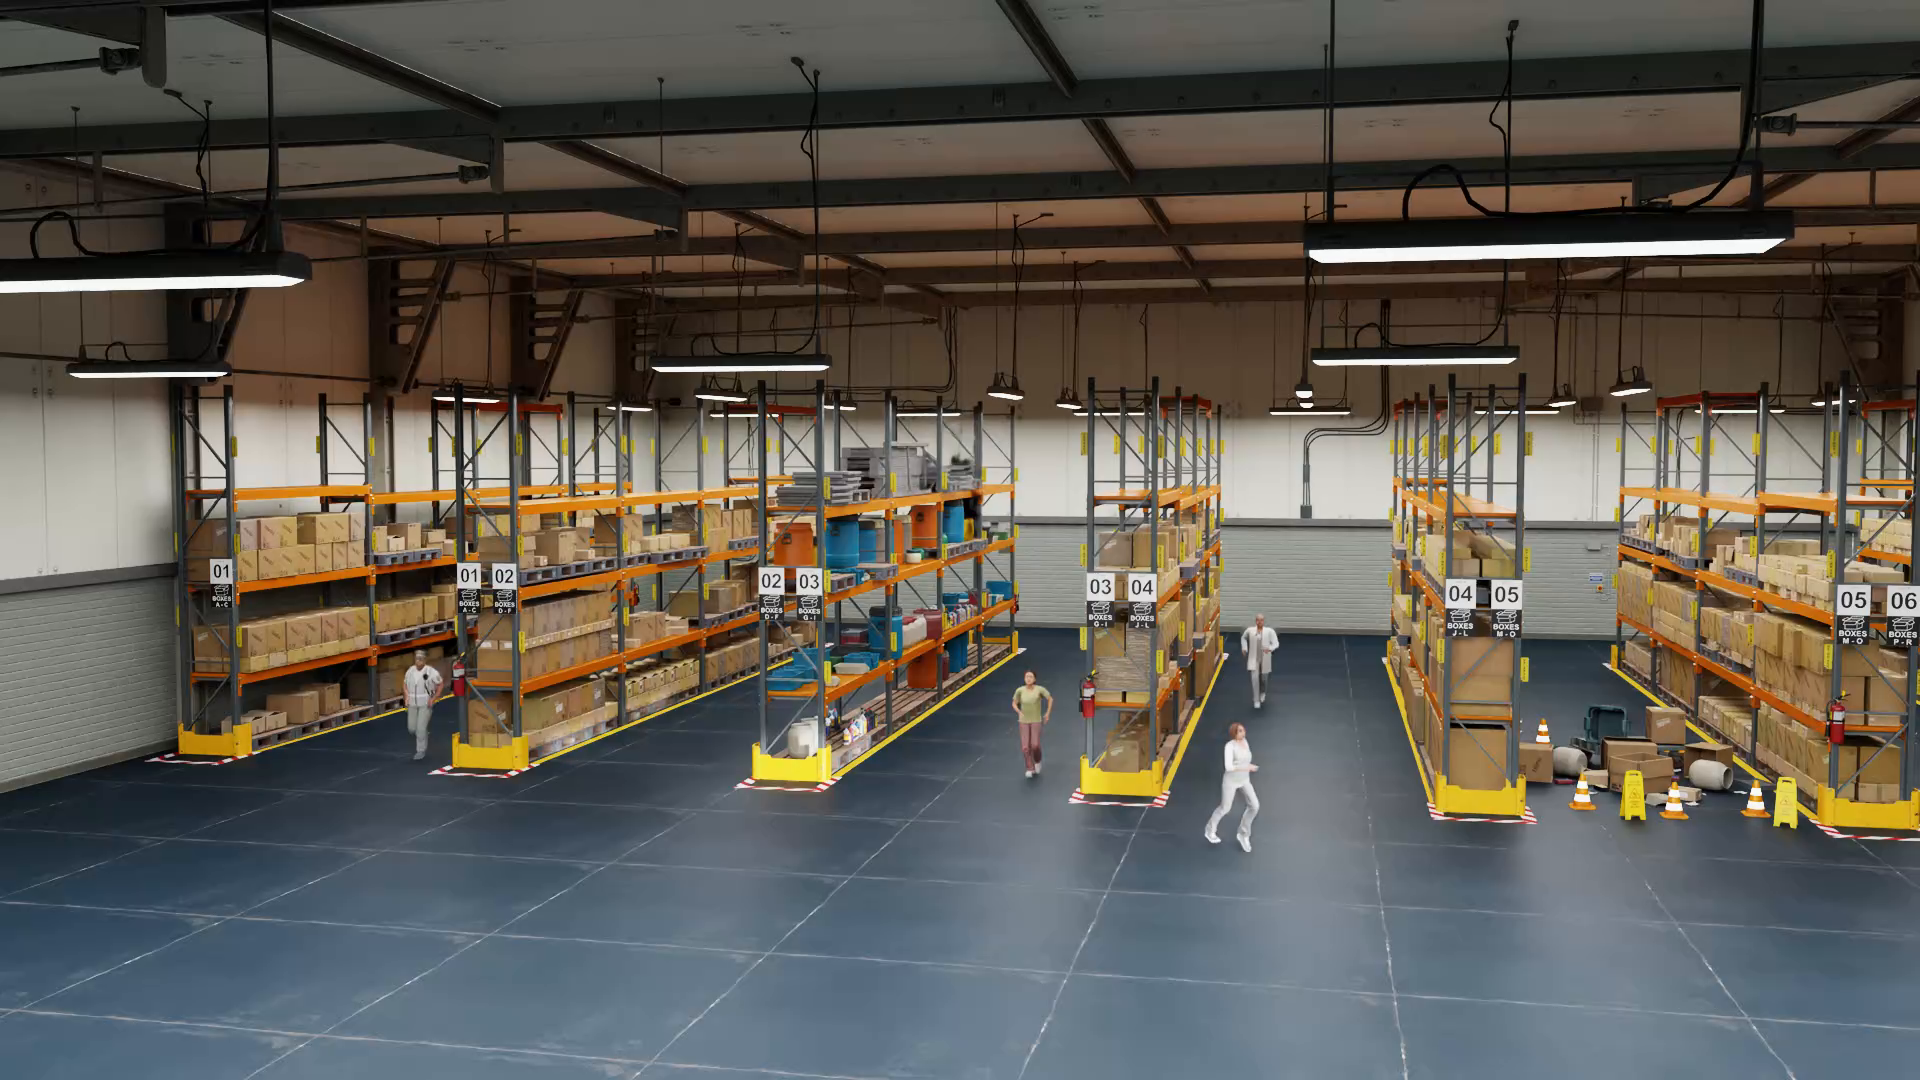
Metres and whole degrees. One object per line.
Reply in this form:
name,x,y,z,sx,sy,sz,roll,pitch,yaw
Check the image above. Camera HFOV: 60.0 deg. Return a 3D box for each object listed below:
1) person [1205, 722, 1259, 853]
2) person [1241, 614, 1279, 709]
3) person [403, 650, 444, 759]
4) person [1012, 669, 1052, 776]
person,3.423,3.047,20.642,0.547,1.613,0.822,-2,4,-36
person,5.758,2.306,31.987,0.727,1.760,1.022,1,3,11
person,-8.684,2.636,26.962,0.686,1.750,0.693,0,3,6
person,1.078,2.773,25.161,0.602,1.639,0.544,1,3,10
